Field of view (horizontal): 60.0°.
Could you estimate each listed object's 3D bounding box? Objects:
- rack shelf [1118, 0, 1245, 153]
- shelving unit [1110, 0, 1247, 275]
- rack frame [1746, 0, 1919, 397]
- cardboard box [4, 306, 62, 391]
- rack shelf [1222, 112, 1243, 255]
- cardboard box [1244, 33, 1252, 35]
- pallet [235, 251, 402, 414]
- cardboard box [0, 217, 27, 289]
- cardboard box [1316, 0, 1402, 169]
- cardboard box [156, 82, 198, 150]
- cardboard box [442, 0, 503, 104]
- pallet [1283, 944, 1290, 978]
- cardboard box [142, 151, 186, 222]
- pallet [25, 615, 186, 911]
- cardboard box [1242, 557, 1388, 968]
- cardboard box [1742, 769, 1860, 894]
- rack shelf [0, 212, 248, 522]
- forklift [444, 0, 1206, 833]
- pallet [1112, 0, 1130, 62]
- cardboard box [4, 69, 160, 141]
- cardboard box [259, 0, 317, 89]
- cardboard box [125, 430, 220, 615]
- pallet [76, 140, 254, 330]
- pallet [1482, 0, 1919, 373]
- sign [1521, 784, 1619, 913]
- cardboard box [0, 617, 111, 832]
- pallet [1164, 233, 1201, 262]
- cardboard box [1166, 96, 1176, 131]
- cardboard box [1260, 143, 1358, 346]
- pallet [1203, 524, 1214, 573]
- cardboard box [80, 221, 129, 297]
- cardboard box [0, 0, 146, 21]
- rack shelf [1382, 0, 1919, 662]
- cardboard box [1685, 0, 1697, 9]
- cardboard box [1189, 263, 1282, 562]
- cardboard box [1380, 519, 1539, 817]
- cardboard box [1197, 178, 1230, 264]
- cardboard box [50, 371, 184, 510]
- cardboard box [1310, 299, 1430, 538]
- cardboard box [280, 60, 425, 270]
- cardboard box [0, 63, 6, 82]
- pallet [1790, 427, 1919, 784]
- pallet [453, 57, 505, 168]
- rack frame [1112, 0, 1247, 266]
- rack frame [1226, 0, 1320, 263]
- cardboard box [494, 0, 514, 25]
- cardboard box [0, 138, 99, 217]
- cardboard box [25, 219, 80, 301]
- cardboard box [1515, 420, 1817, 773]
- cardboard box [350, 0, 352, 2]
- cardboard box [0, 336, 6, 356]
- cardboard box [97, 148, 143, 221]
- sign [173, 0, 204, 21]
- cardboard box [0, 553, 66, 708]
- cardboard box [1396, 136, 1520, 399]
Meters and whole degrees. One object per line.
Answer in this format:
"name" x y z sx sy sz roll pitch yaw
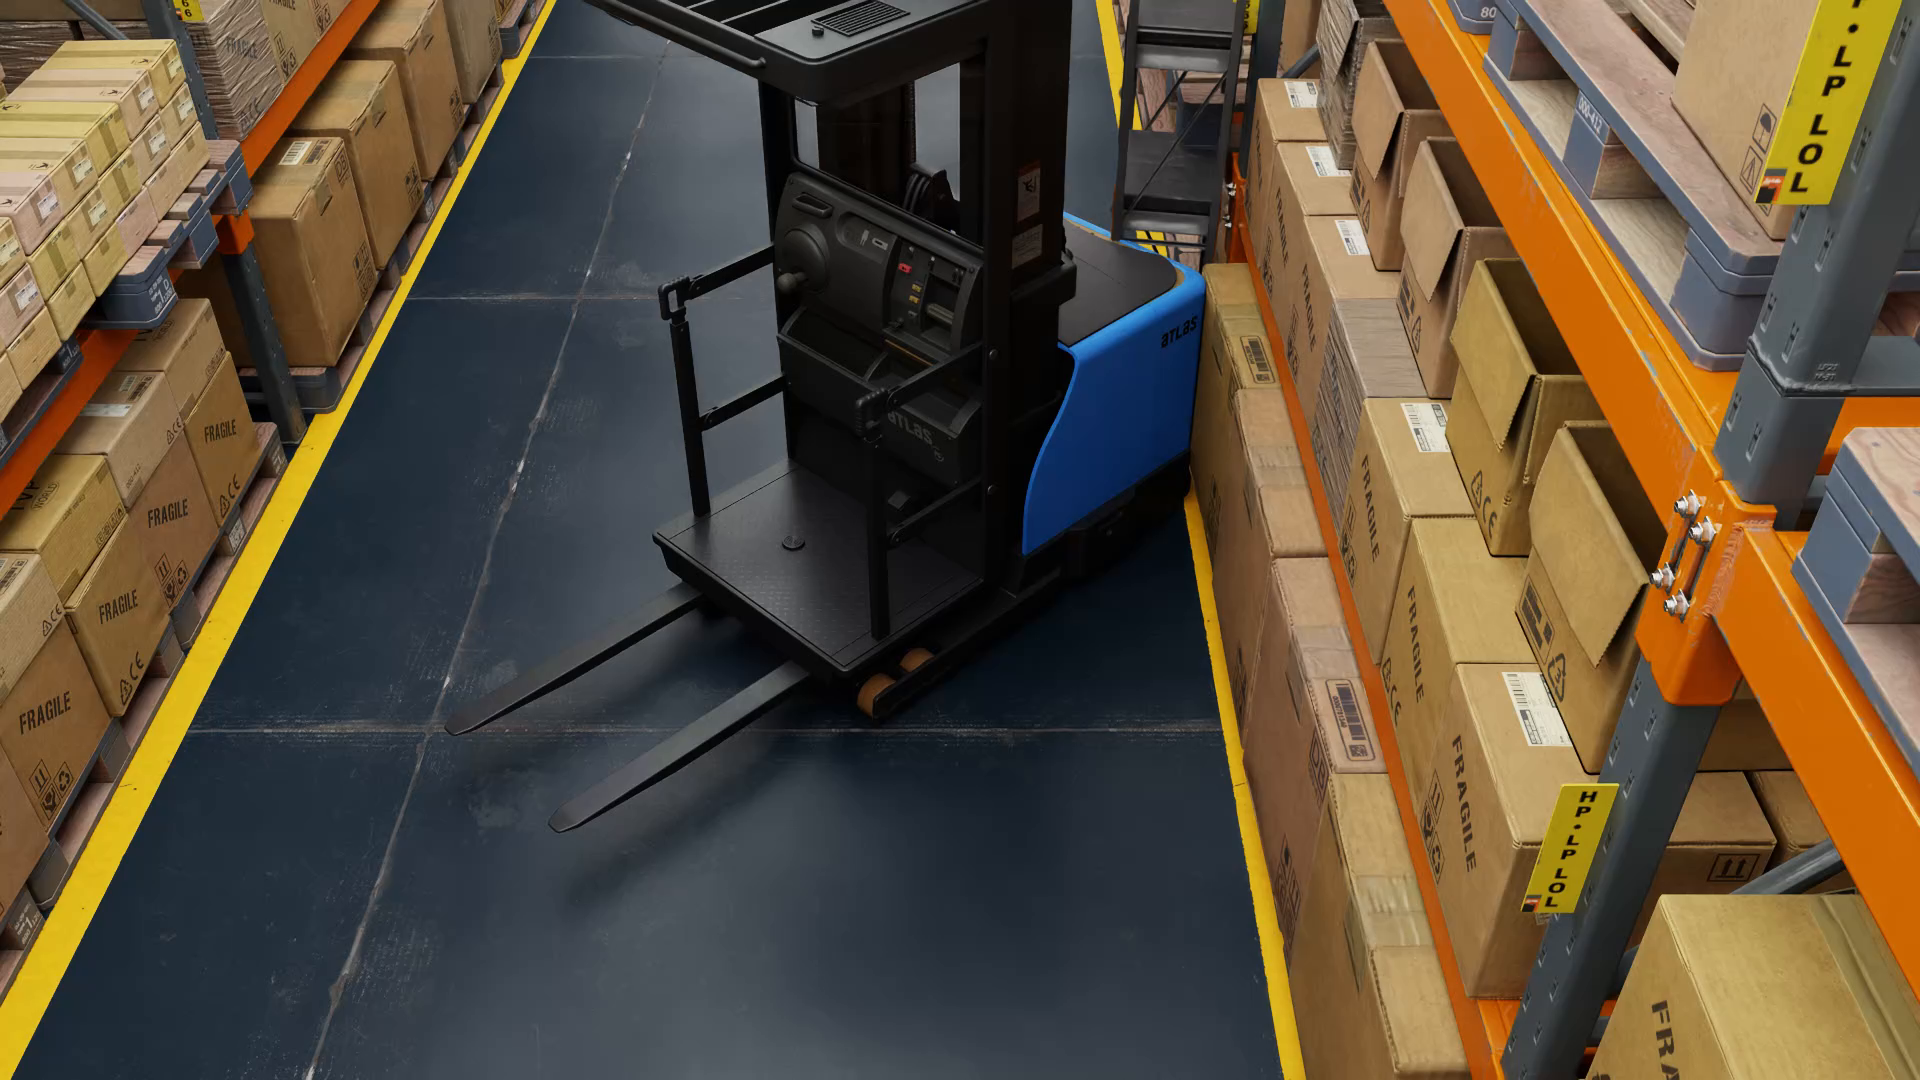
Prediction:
"rack shelf" 0.825 -1.808 6.171 0.431 0.518 0.480 6 46 6
"shelving unit" 0.826 -1.326 6.660 0.431 2.100 0.503 6 46 6
"rack frame" 1.581 -1.398 1.299 1.000 3.000 0.127 0 39 0
"cardboard box" -2.928 -0.574 4.932 0.380 0.149 0.250 1 39 1
"rack shelf" 1.574 -2.529 8.082 1.077 0.370 4.000 0 39 0
"cardboard box" 1.435 -2.448 6.991 0.700 0.500 0.500 5 39 7
"pallet" -3.310 -1.023 7.858 1.003 0.211 1.213 0 39 0
"cardboard box" -2.926 -0.801 4.741 0.380 0.149 0.250 2 39 2
"cardboard box" 1.561 -1.532 5.381 0.797 0.503 0.637 1 39 1
"cardboard box" -2.928 -1.492 5.840 0.380 0.149 0.250 1 39 1
"cardboard box" -3.298 -3.017 9.580 1.050 0.750 0.750 0 39 0
"pallet" 1.504 1.548 4.649 1.003 0.211 1.213 0 39 0
"cardboard box" -2.925 -1.221 5.740 0.380 0.149 0.250 0 39 0
"pallet" -3.386 0.720 5.683 1.003 0.211 1.213 0 39 0
"cardboard box" 1.558 0.649 4.905 1.225 0.875 0.875 -1 39 -2
"cardboard box" 1.830 0.616 3.503 0.500 0.500 0.500 0 39 0
"rack shelf" -3.382 -0.087 5.035 1.077 0.370 4.000 0 39 0
"forklift" -0.440 -0.866 5.487 1.130 2.935 3.031 32 48 33
"pallet" 1.535 -3.392 10.814 1.003 0.211 1.213 0 39 0
"cardboard box" -2.927 -1.453 5.554 0.380 0.149 0.250 0 39 -1
"cardboard box" -3.118 -2.256 7.087 0.500 0.500 0.500 0 39 0
"cardboard box" -3.125 -0.071 6.103 0.500 0.500 0.500 1 39 2
"pallet" -3.277 -1.098 5.875 1.213 0.211 1.003 0 39 0
"pallet" 1.530 -0.726 3.012 0.805 0.209 1.217 -1 39 -2
"sign" 1.038 0.528 2.829 0.100 0.325 0.005 0 39 0
"cardboard box" -3.131 0.574 5.298 0.500 0.500 0.500 1 39 1
"pallet" 1.578 -1.720 8.728 1.003 0.211 1.213 0 39 0
"cardboard box" 1.532 -2.574 9.210 0.700 0.500 0.500 0 39 0
"cardboard box" 1.307 -0.971 5.483 0.500 0.500 0.500 -1 39 -1
"pallet" 1.502 0.023 6.553 1.003 0.211 1.213 0 39 0
"cardboard box" -2.928 -0.904 5.344 0.380 0.149 0.250 -1 39 -1
"cardboard box" -3.375 -2.328 6.377 0.700 0.500 0.500 0 39 0
"rack shelf" 1.578 -1.198 4.023 1.077 0.370 4.000 0 39 0
"cardboard box" 1.669 -1.043 2.990 0.500 0.311 0.500 -1 39 -2
"cardboard box" 1.556 -0.462 6.291 1.225 0.875 0.875 -2 39 -2
"cardboard box" 1.313 0.302 3.894 0.500 0.500 0.500 1 39 1
"cardboard box" 1.542 -1.521 7.896 0.700 0.500 0.500 -3 39 -4
"cardboard box" -3.110 -0.356 5.859 0.500 0.250 0.500 0 39 1
"cardboard box" 1.310 -0.338 4.693 0.500 0.500 0.500 0 39 0
"cardboard box" -3.299 -1.832 8.100 1.050 0.750 0.750 1 39 1
"cardboard box" -3.577 -1.624 5.768 0.380 0.149 0.250 0 39 0
"pallet" 1.571 0.319 1.626 1.003 0.211 1.213 0 39 0
"pallet" -3.312 -2.549 9.762 1.003 0.211 1.213 0 39 0
"rack frame" 0.792 -1.154 6.490 0.400 2.100 0.015 6 46 6
"rack frame" 1.576 -1.559 6.296 1.000 3.000 0.127 0 39 0
"cardboard box" -3.319 -3.848 10.516 0.875 0.875 0.875 1 39 1
"cardboard box" -2.923 -1.122 5.141 0.380 0.149 0.250 1 39 1
"cardboard box" -2.925 -0.848 5.037 0.380 0.149 0.250 0 39 0
"cardboard box" 1.572 0.113 3.328 0.797 0.503 0.637 -1 39 -1
"cardboard box" -3.116 -2.883 7.869 0.500 0.500 0.500 0 39 -1
"cardboard box" -2.924 -0.523 4.632 0.380 0.149 0.250 -1 39 -1
"cardboard box" -2.923 -1.160 5.426 0.380 0.149 0.250 1 39 1
"sign" -2.841 -2.045 6.041 0.100 0.325 0.005 0 39 0
"cardboard box" -3.115 0.288 5.056 0.500 0.250 0.500 1 39 2
"cardboard box" 1.566 -0.705 4.349 0.797 0.503 0.637 1 39 1
